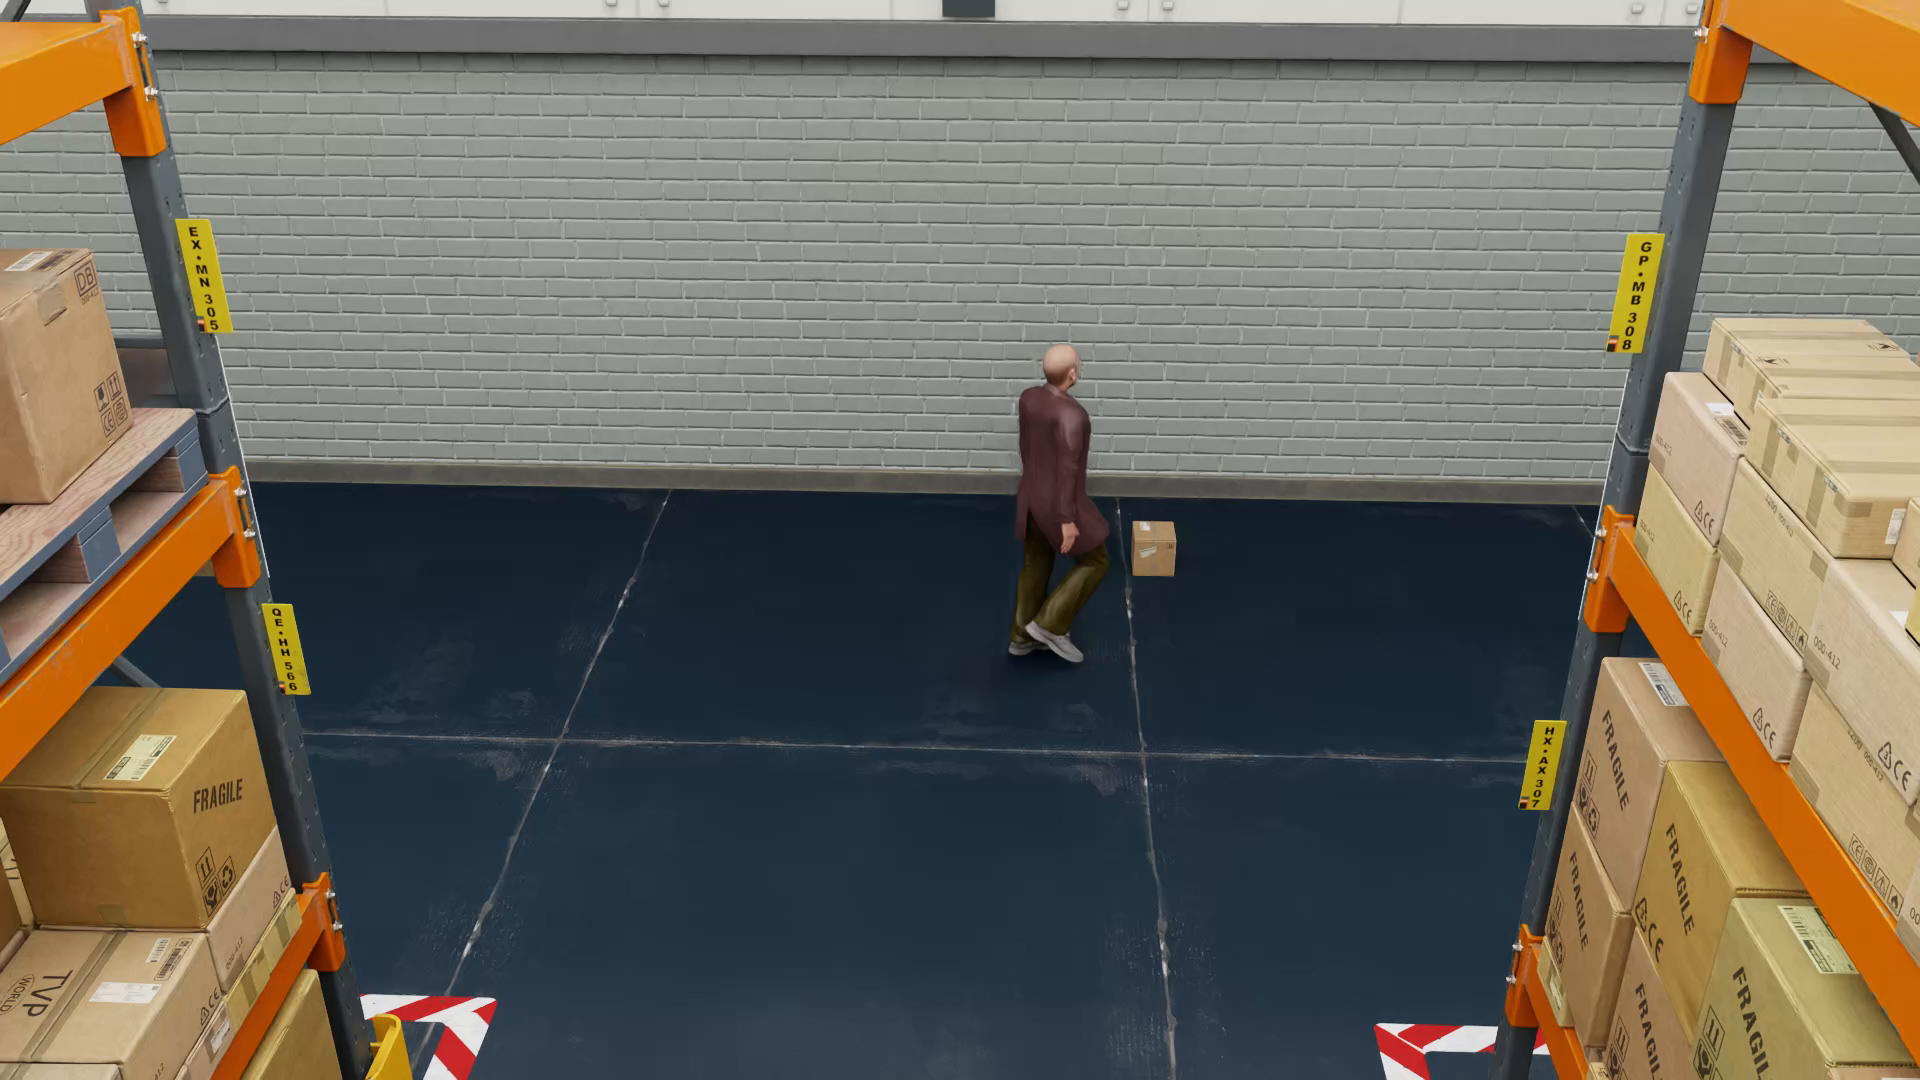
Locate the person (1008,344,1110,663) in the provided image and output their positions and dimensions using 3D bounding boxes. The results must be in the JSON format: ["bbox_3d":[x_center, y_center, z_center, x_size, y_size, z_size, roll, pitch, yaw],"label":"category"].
[{"bbox_3d":[0.506,-0.193,8.953,0.523,1.776,0.613,-16,32,-28],"label":"person"}]
